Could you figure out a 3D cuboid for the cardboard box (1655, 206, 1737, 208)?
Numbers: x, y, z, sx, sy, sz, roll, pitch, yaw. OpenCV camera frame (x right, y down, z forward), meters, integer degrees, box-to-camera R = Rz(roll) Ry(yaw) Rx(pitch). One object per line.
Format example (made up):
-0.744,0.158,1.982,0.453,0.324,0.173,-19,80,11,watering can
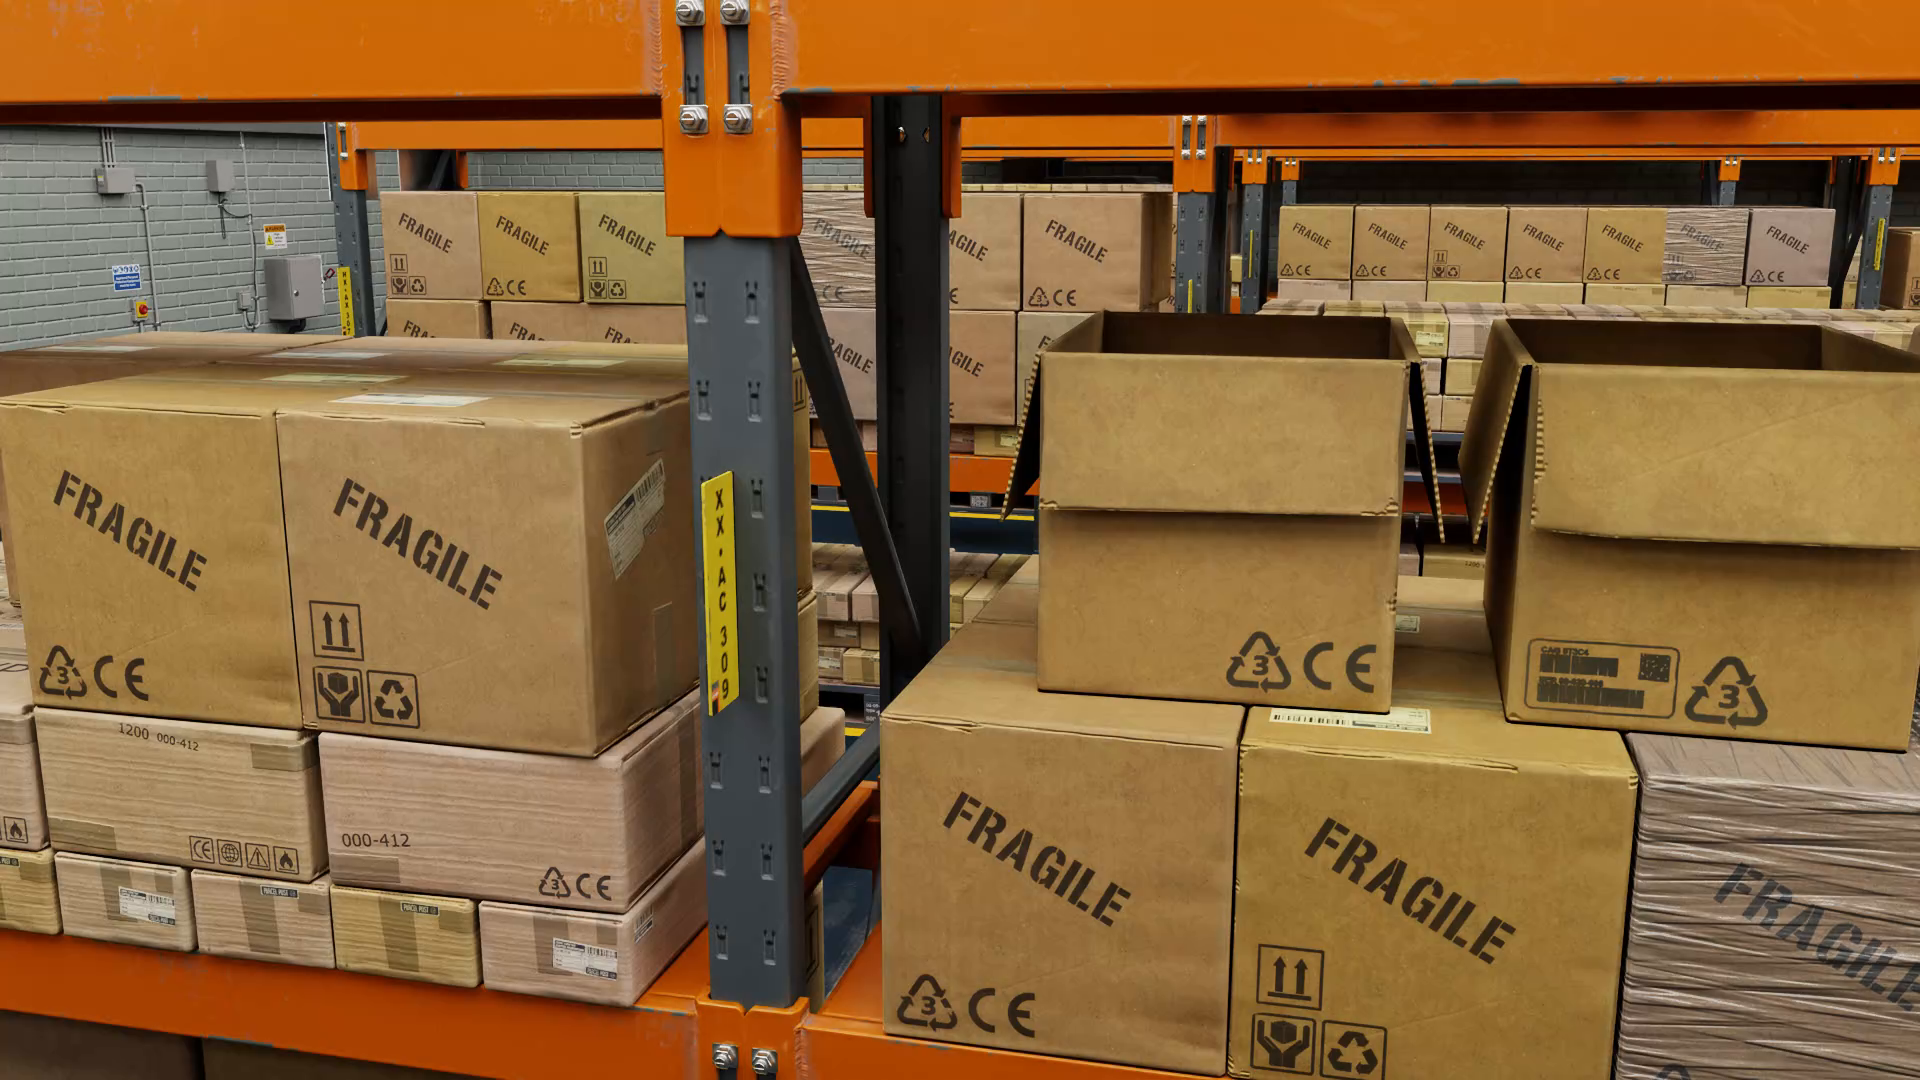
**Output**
5.155,-2.096,11.715,0.500,0.500,0.500,3,13,14,cardboard box

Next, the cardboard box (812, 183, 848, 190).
-0.933,-2.614,12.553,0.250,0.149,0.380,3,13,15,cardboard box

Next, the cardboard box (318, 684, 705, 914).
-0.690,0.379,2.761,0.500,0.250,0.500,3,13,12,cardboard box

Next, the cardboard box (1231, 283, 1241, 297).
2.733,-2.559,16.924,0.250,0.149,0.380,3,13,15,cardboard box

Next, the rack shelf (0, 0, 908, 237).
-2.140,-0.799,3.144,4.000,0.370,1.077,3,13,14,rack shelf

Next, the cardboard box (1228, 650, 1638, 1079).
0.677,0.472,2.451,0.500,0.500,0.500,3,13,14,cardboard box

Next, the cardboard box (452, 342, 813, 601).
-0.602,-0.098,3.180,0.500,0.500,0.500,3,13,14,cardboard box

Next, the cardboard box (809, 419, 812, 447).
-0.781,-0.528,7.770,0.250,0.149,0.380,3,13,15,cardboard box

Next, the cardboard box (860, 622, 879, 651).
-0.296,0.408,7.894,0.250,0.149,0.380,3,13,15,cardboard box

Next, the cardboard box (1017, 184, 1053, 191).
0.575,-2.548,12.256,0.250,0.149,0.380,3,13,12,cardboard box

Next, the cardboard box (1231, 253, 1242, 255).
2.945,-2.864,17.377,0.500,0.250,0.500,3,13,13,cardboard box

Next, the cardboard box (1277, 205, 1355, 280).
2.534,-2.119,11.821,0.500,0.500,0.500,3,13,14,cardboard box

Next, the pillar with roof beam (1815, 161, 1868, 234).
7.695,-4.647,11.905,0.400,9.000,9.100,3,13,14,pillar with roof beam

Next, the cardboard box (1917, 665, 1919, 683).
1.309,0.389,2.823,0.500,0.500,0.500,3,13,13,cardboard box

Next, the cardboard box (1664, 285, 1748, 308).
5.030,-1.626,11.331,0.500,0.250,0.500,3,13,12,cardboard box

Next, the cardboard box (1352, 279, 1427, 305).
3.048,-1.733,11.812,0.500,0.250,0.500,3,13,14,cardboard box

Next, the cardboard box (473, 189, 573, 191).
-2.292,-1.538,8.513,0.500,0.500,0.500,3,13,12,cardboard box

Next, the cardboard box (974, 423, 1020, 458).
0.233,-0.479,7.549,0.250,0.149,0.380,4,13,16,cardboard box

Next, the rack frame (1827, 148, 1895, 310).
6.059,-1.458,11.380,0.127,3.000,1.000,3,13,14,rack frame

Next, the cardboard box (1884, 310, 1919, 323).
4.071,-0.876,6.996,0.250,0.149,0.380,3,13,13,cardboard box

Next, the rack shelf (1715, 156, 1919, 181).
9.187,-3.511,15.371,4.000,0.370,1.077,3,13,14,rack shelf

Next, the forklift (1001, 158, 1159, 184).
1.128,-2.051,14.210,3.031,2.935,1.130,3,13,15,forklift

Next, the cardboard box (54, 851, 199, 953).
-1.322,0.554,2.891,0.250,0.149,0.380,3,13,15,cardboard box

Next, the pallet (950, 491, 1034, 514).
0.268,-0.423,13.153,1.213,0.211,1.003,3,13,14,pallet

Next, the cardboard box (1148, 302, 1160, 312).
0.668,-0.892,7.912,0.500,0.500,0.500,3,13,13,cardboard box

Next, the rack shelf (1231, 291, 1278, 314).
1.420,-2.462,17.567,4.000,0.370,1.077,3,13,14,rack shelf

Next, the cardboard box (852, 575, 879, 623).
-0.339,0.272,7.820,0.250,0.149,0.380,2,13,11,cardboard box

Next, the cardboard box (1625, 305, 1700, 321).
3.052,-0.931,7.242,0.250,0.149,0.380,3,13,13,cardboard box

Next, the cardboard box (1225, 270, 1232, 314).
1.783,-1.794,12.663,0.500,0.500,0.500,4,13,15,cardboard box

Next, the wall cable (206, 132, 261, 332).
-6.859,-2.956,15.785,0.122,1.984,0.588,3,13,14,wall cable

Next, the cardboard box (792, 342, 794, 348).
-0.931,-0.864,7.785,0.500,0.500,0.500,3,13,12,cardboard box

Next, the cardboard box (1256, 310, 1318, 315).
1.360,-0.875,6.989,0.250,0.149,0.380,4,13,16,cardboard box

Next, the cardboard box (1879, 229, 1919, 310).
6.441,-1.785,10.967,0.500,0.500,0.500,3,13,12,cardboard box

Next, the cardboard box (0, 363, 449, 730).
-1.194,-0.014,2.801,0.500,0.500,0.500,3,13,14,cardboard box

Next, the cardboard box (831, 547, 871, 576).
-0.478,0.150,8.371,0.250,0.149,0.380,3,13,11,cardboard box

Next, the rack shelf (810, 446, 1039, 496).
-0.854,-0.372,8.146,4.000,0.370,1.077,3,13,14,rack shelf

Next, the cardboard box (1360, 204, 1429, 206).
3.174,-2.207,12.216,0.500,0.500,0.500,3,13,15,cardboard box

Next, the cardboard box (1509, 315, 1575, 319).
2.371,-0.821,6.748,0.250,0.149,0.380,3,13,13,cardboard box

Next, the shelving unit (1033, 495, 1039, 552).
0.083,-0.728,11.551,1.048,1.500,0.538,3,13,14,shelving unit

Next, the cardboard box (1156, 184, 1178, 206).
1.571,-2.505,12.061,0.250,0.149,0.380,3,13,15,cardboard box

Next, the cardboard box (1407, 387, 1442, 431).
1.873,-0.558,6.932,0.250,0.149,0.380,3,13,14,cardboard box

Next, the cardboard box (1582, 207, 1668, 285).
4.514,-2.019,11.369,0.500,0.500,0.500,3,13,14,cardboard box

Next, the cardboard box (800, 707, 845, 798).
-0.406,0.456,3.334,0.250,0.149,0.380,3,13,14,cardboard box

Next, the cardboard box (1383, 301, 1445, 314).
2.036,-0.985,7.484,0.250,0.149,0.380,3,13,12,cardboard box

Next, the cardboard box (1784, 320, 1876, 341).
3.395,-0.768,6.505,0.250,0.149,0.380,3,13,14,cardboard box

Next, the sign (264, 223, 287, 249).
-6.757,-2.997,16.412,0.001,0.242,0.339,3,13,14,sign

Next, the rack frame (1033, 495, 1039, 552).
0.576,-0.701,11.432,0.032,1.500,0.500,3,13,14,rack frame

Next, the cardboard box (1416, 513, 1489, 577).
2.368,0.045,7.677,0.500,0.250,0.500,4,13,16,cardboard box

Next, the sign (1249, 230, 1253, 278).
2.044,-2.010,11.687,0.005,0.325,0.100,3,13,14,sign
